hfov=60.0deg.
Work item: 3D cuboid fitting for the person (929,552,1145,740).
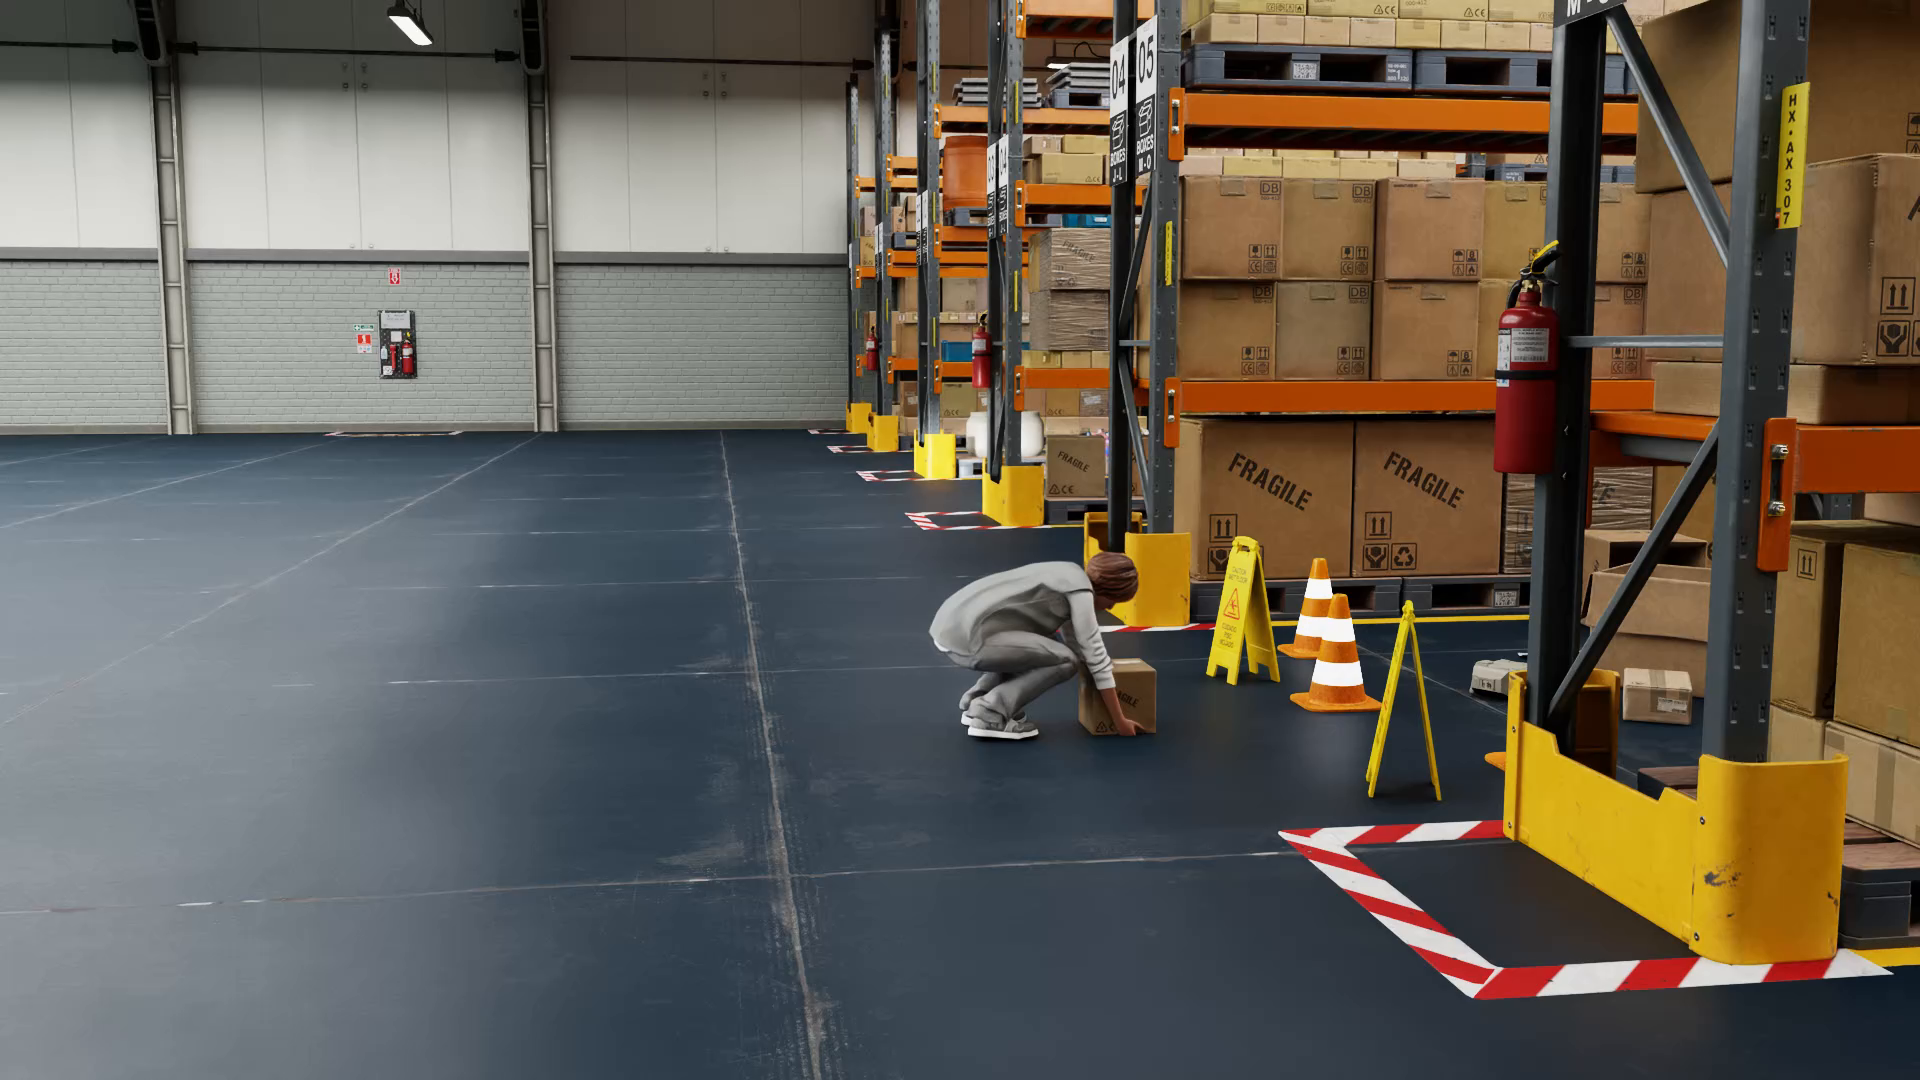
[{"bbox_3d":[0.296,0.433,6.475,0.839,0.760,0.431,-1,7,-10],"label":"person"}]
